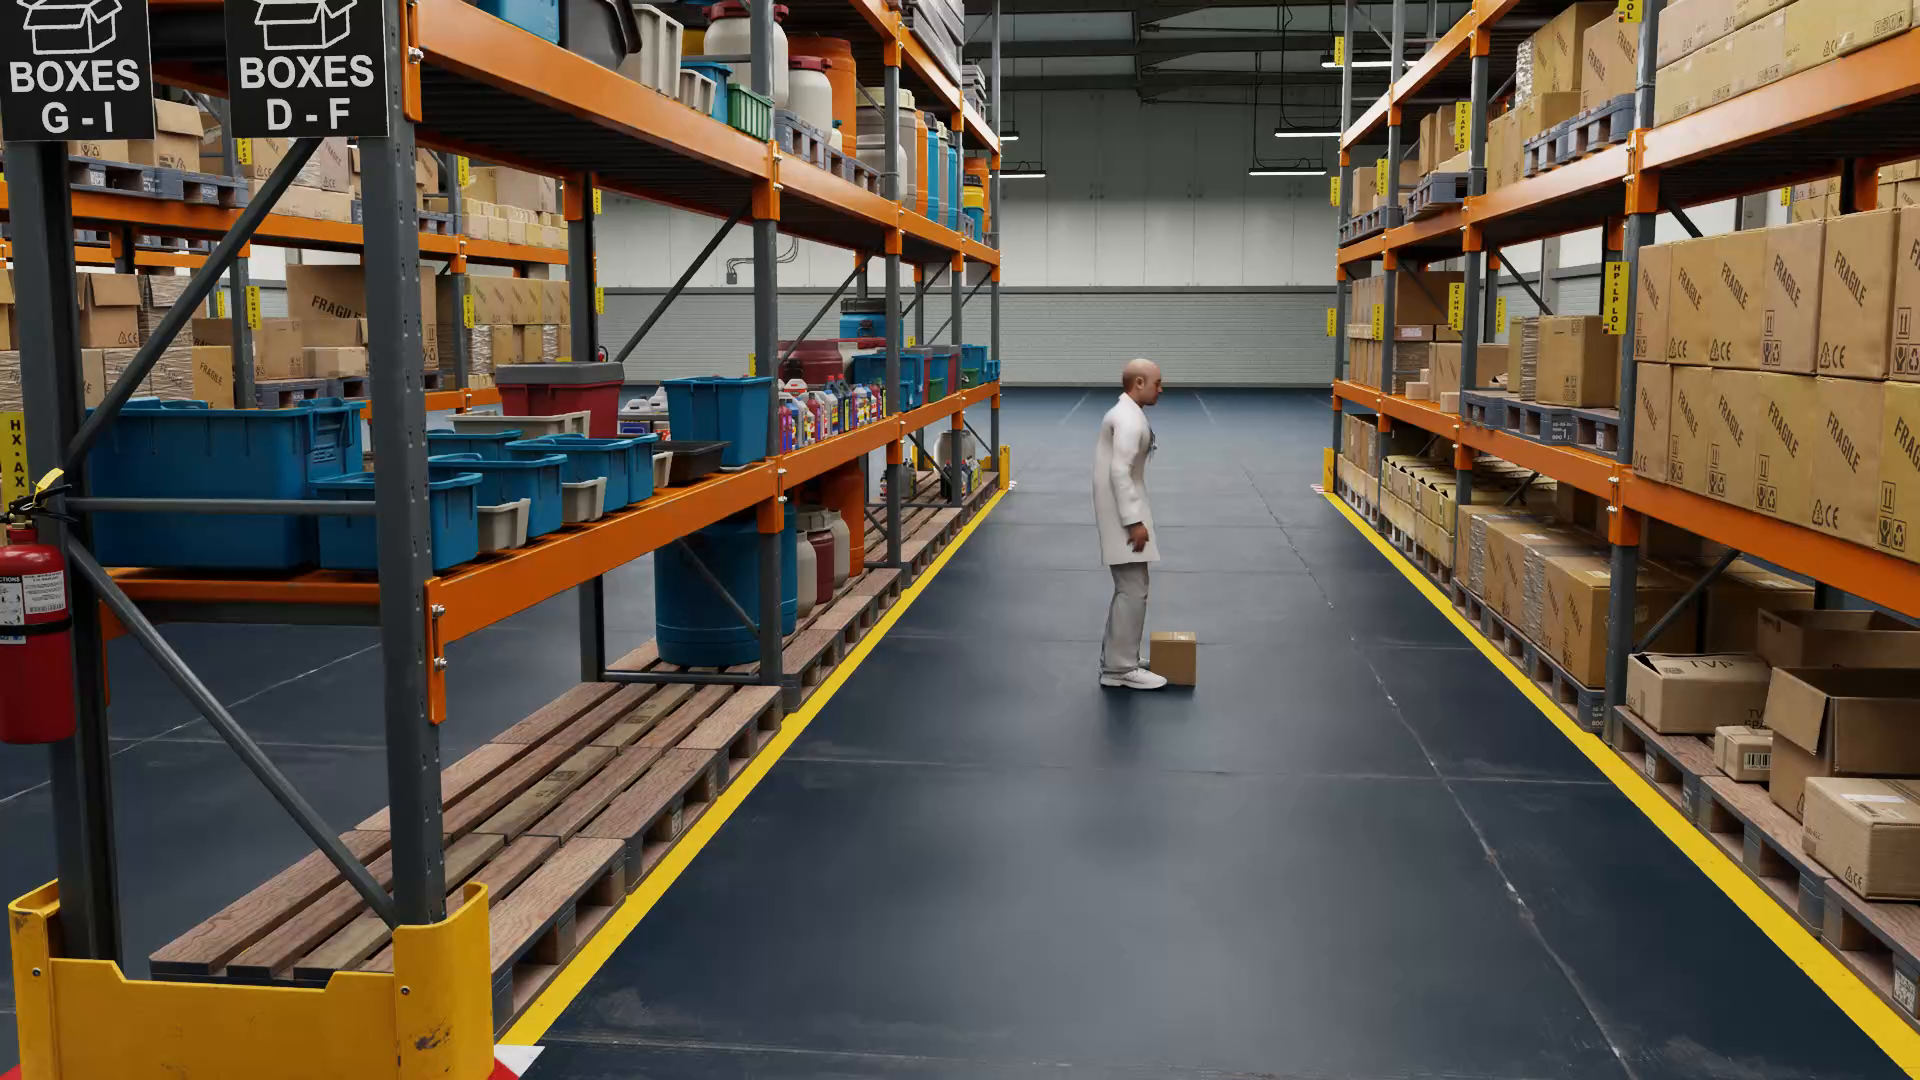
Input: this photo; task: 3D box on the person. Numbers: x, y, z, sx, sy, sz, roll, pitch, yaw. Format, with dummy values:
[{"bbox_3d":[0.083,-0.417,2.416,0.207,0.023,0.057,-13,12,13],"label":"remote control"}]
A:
[{"bbox_3d":[0.937,-0.104,9.140,0.421,1.774,0.642,1,7,6],"label":"person"}]
